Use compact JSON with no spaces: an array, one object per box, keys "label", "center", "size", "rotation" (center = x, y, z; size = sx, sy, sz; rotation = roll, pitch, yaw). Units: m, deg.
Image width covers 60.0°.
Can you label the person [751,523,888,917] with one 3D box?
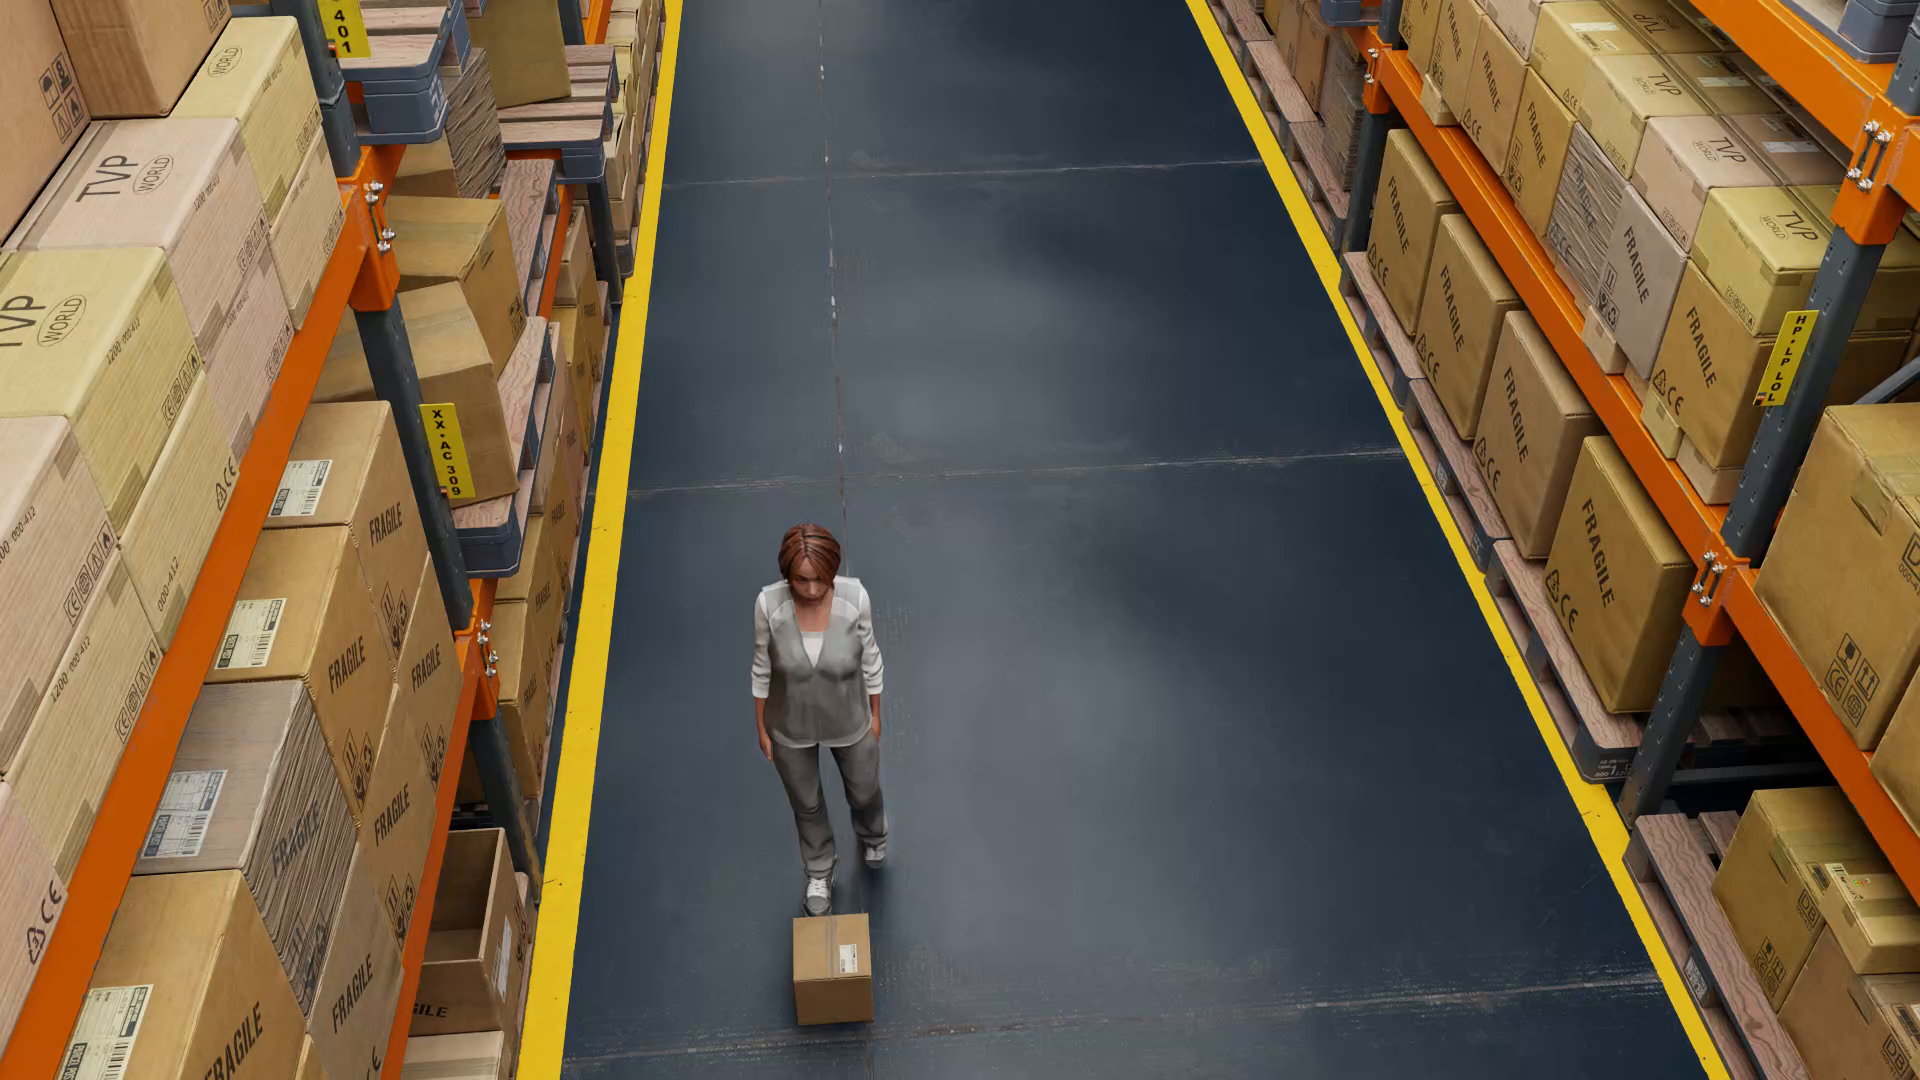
[{"label":"person","center":[-0.455,0.621,5.459],"size":[0.424,1.662,0.432],"rotation":[-3,40,-4]}]
